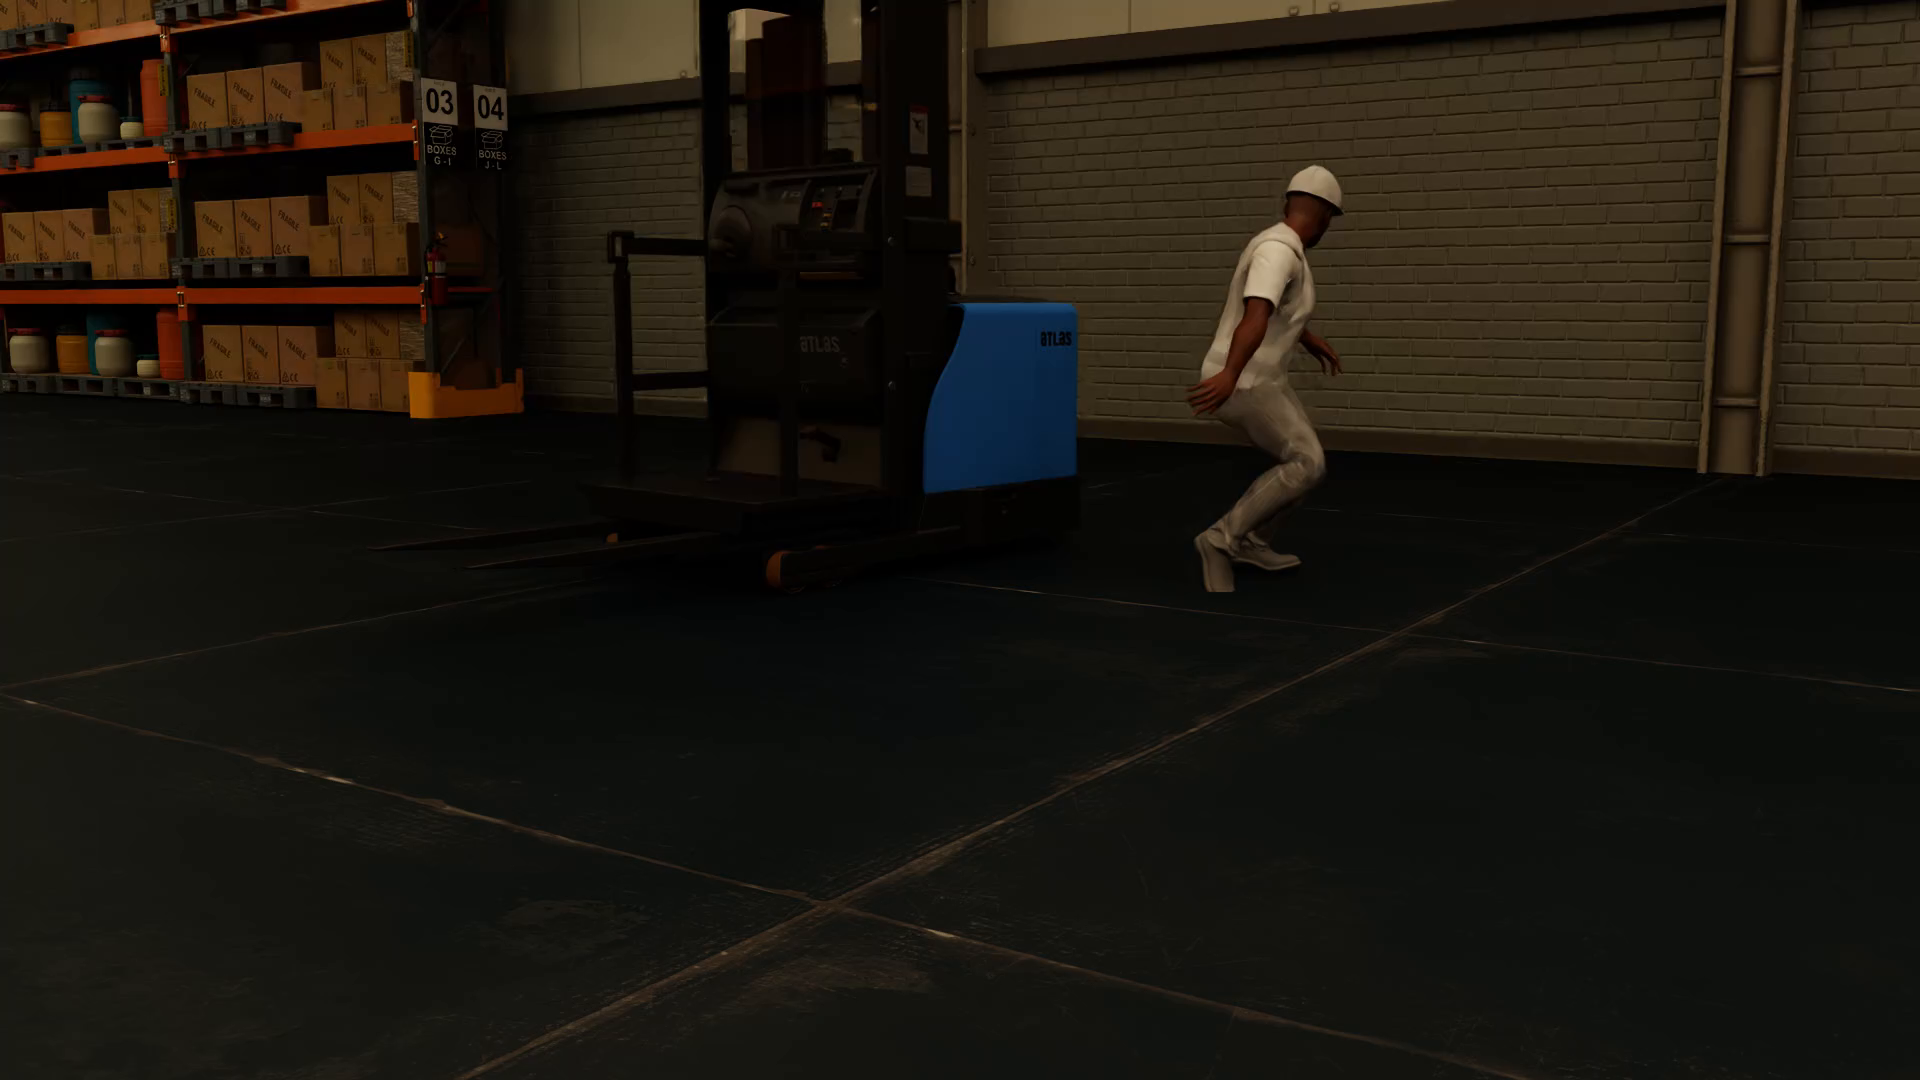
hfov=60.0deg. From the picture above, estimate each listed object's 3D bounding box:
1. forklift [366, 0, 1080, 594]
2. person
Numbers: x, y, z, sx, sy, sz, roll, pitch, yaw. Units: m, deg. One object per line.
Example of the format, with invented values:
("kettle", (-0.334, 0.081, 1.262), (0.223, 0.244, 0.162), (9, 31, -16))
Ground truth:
("forklift", (-0.822, -1.330, 6.543), (1.130, 2.935, 3.031), (7, 11, 42))
("person", (1.161, -0.582, 6.314), (0.508, 1.651, 1.049), (3, 9, 18))
